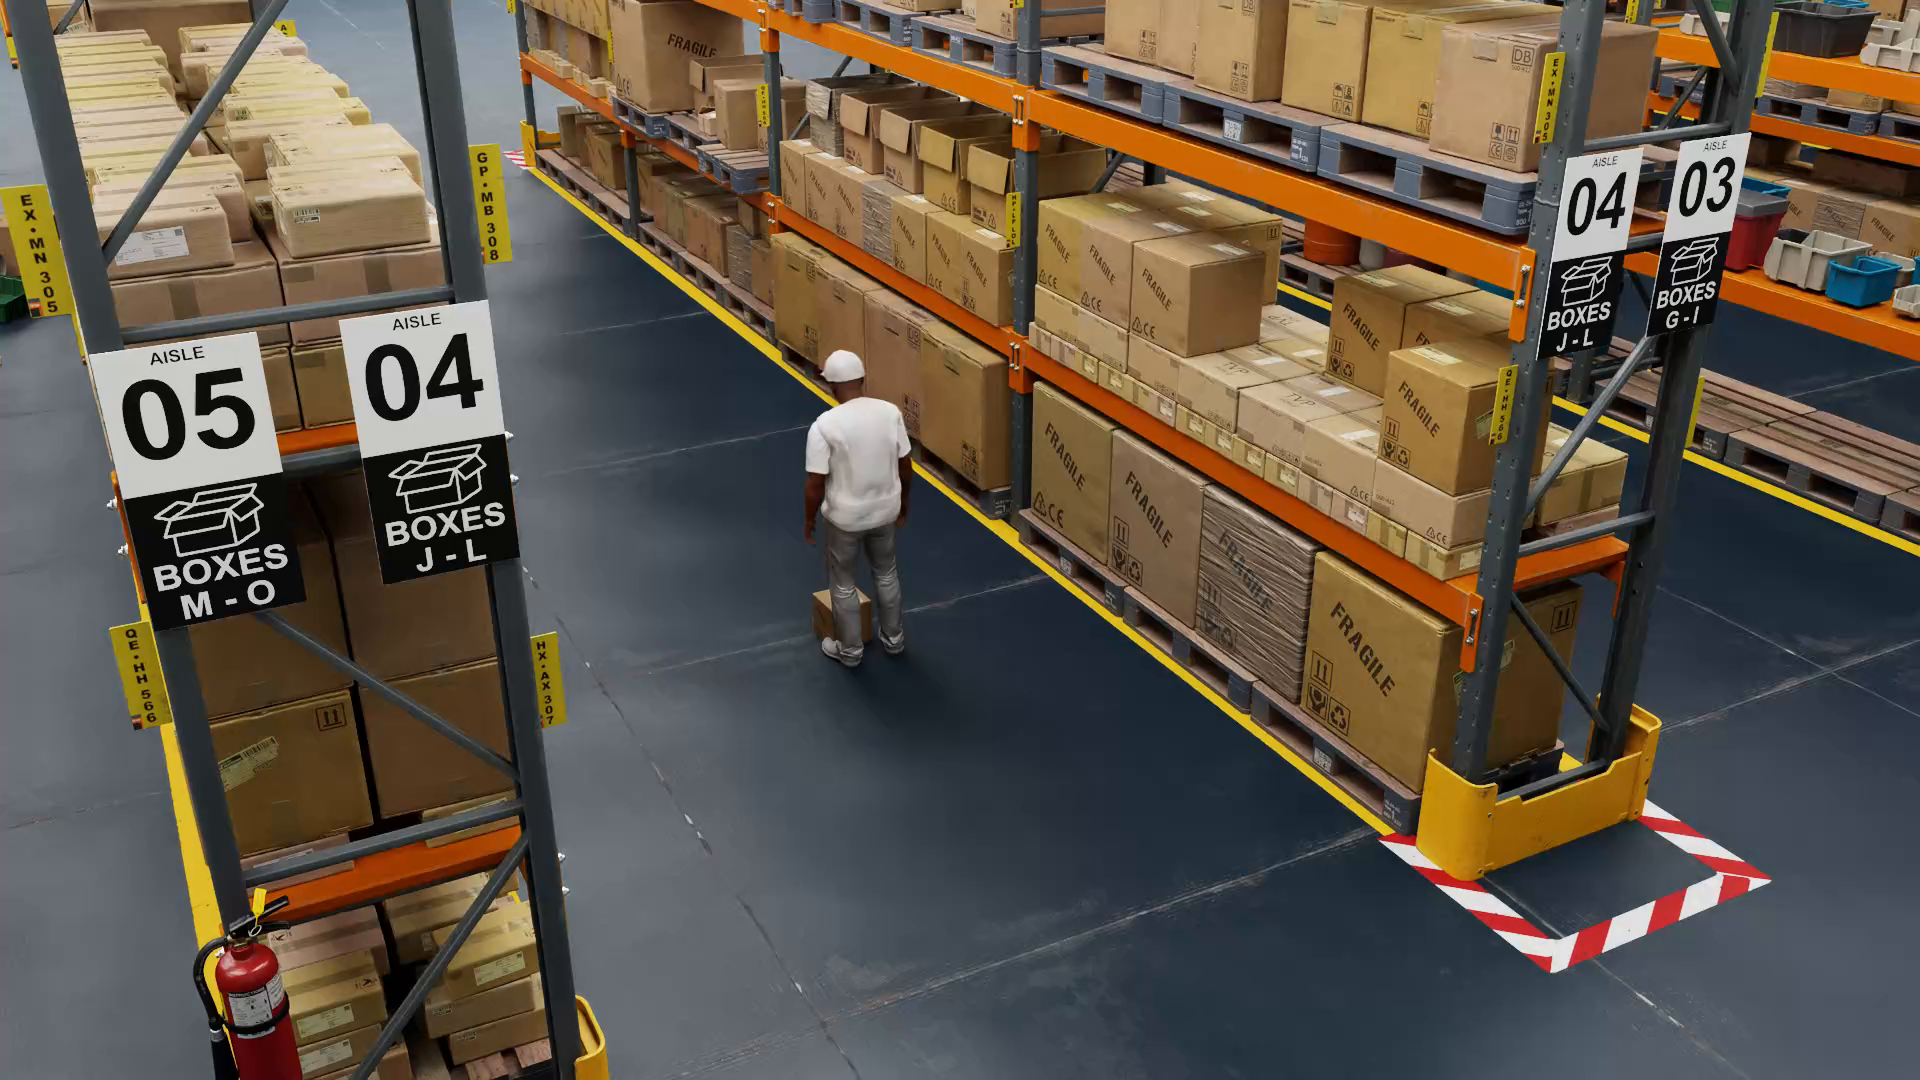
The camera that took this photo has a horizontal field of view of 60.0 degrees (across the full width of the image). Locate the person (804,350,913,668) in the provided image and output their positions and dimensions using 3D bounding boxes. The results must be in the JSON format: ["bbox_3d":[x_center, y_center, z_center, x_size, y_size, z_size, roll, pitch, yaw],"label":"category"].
[{"bbox_3d":[-0.551,-0.166,8.937,0.627,1.761,0.461,-13,28,-25],"label":"person"}]
